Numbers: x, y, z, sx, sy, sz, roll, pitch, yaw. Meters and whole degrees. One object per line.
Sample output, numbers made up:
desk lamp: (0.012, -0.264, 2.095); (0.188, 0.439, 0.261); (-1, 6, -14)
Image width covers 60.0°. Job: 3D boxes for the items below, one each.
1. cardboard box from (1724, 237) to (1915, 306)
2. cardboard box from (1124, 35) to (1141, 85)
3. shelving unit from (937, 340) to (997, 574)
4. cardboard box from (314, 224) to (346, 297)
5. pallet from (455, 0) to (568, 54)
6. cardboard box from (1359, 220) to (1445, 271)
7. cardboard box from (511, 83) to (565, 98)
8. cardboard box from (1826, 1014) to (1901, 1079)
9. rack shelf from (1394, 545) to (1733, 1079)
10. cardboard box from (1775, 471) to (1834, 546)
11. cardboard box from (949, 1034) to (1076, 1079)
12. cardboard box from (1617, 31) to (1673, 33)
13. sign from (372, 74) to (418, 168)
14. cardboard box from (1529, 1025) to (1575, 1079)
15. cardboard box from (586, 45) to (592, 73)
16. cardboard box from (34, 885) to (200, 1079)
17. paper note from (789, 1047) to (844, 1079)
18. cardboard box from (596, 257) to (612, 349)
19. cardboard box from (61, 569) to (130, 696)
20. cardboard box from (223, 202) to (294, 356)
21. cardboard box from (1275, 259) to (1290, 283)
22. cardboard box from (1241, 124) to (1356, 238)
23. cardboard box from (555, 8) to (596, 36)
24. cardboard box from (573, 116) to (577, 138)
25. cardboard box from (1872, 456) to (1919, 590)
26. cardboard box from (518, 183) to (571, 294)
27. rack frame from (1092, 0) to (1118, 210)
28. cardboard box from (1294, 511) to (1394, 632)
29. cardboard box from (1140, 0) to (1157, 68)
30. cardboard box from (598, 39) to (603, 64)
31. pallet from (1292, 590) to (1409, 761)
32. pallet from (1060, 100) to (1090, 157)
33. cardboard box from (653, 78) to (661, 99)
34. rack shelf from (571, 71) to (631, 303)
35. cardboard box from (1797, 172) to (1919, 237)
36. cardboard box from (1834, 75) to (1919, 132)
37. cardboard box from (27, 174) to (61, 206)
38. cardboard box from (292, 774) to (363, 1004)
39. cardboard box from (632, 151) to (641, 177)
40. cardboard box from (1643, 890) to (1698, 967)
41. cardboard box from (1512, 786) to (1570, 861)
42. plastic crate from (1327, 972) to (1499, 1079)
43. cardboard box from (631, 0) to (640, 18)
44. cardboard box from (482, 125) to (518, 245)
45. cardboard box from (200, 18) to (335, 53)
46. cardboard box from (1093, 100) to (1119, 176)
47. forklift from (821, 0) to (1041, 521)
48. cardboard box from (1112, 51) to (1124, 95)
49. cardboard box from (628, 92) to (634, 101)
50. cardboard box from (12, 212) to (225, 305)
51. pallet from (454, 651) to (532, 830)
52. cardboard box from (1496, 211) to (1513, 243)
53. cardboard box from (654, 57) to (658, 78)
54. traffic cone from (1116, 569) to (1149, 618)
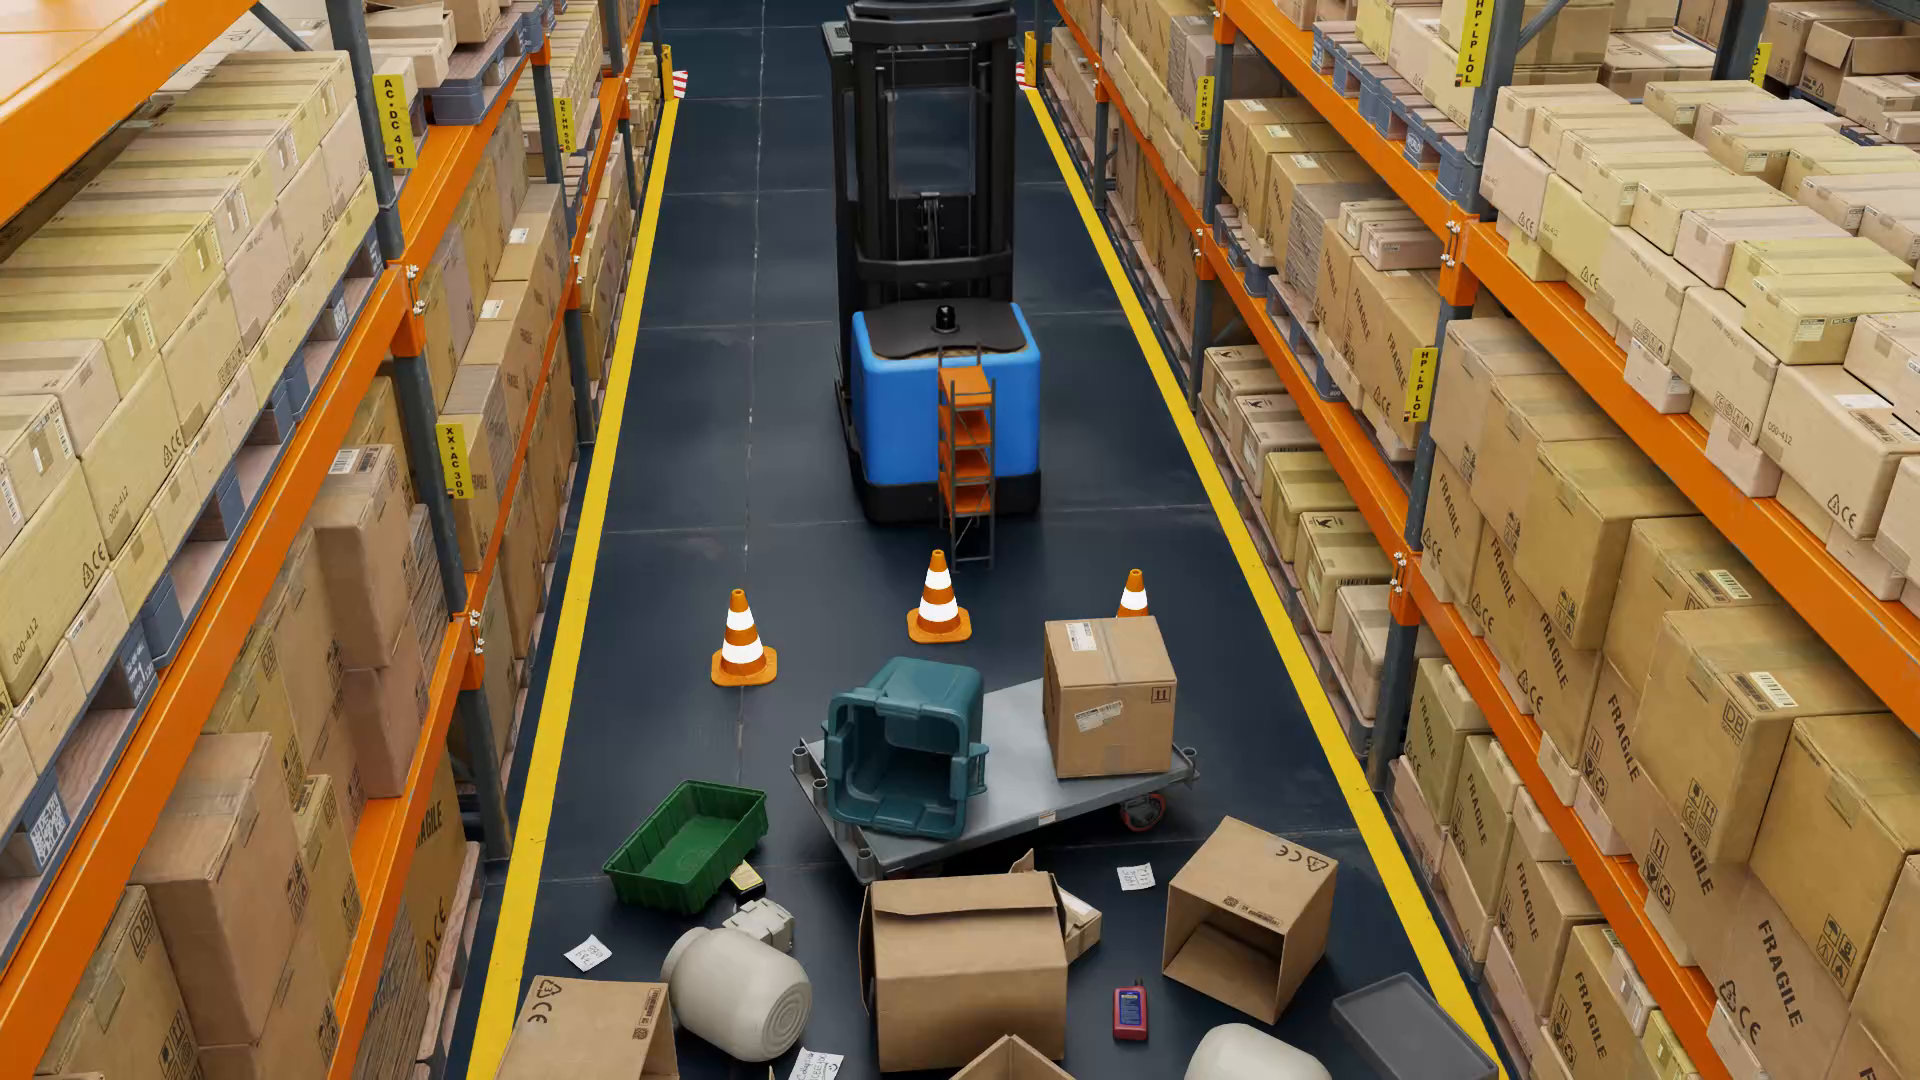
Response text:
cardboard box: (2.352, -0.715, 4.563); (0.380, 0.149, 0.250); (-2, 31, -4)
cardboard box: (1.530, -3.631, 12.563); (0.500, 0.250, 0.500); (-2, 31, -4)
shelving unit: (0.034, -0.461, 9.352); (0.258, 1.200, 0.503); (-4, 31, -7)
cardboard box: (-2.097, -0.842, 5.047); (0.380, 0.149, 0.250); (-2, 31, -4)
pallet: (-2.760, -2.792, 8.759); (1.213, 0.211, 1.003); (-1, 31, -2)
cardboard box: (2.075, -1.364, 7.679); (0.380, 0.149, 0.250); (-4, 31, -6)
cardboard box: (-2.793, -2.883, 10.907); (0.380, 0.149, 0.250); (-4, 31, -7)
cardboard box: (2.469, 1.449, 4.011); (0.500, 0.500, 0.500); (-3, 31, -5)
rack shelf: (2.607, 1.171, 5.565); (1.077, 0.370, 4.000); (-3, 31, -5)
cardboard box: (2.390, -0.120, 4.346); (0.380, 0.149, 0.250); (-4, 31, -6)
cardboard box: (0.109, 2.180, 5.610); (0.637, 0.503, 0.797); (27, 40, 37)
cardboard box: (2.716, -2.139, 7.217); (0.500, 0.250, 0.500); (-3, 31, -5)
sign: (-1.946, -1.441, 5.731); (0.100, 0.325, 0.005); (-3, 31, -5)
cardboard box: (2.355, 1.952, 5.828); (0.500, 0.250, 0.500); (-4, 31, -6)
cardboard box: (-2.936, -3.560, 12.330); (0.380, 0.149, 0.250); (-4, 31, -6)
cardboard box: (-2.264, 1.177, 3.655); (0.875, 0.550, 0.550); (-3, 31, -5)
paper note: (-0.550, 2.014, 6.356); (0.172, 0.023, 0.155); (8, 32, 13)
cardboard box: (-2.735, -1.649, 11.614); (0.500, 0.500, 0.500); (-2, 31, -4)
cardboard box: (-1.910, 0.192, 3.317); (0.380, 0.149, 0.250); (-3, 31, -4)
cardboard box: (-2.106, -0.691, 4.407); (0.500, 0.250, 0.500); (-3, 31, -5)
cardboard box: (1.970, -1.550, 9.255); (0.380, 0.149, 0.250); (-1, 31, -2)
cardboard box: (1.914, -2.045, 9.452); (0.500, 0.500, 0.500); (-1, 31, -2)
cardboard box: (-2.989, -3.949, 12.692); (0.380, 0.149, 0.250); (-4, 31, -6)
cardboard box: (-2.818, -2.771, 11.299); (0.380, 0.149, 0.250); (-2, 31, -3)
cardboard box: (2.445, 0.027, 3.711); (0.500, 0.250, 0.500); (-3, 31, -5)
cardboard box: (-2.563, -1.738, 9.637); (0.500, 0.500, 0.500); (-3, 31, -5)
rack frame: (1.673, -4.243, 13.928); (1.000, 3.000, 0.127); (-3, 31, -5)
cardboard box: (2.298, 0.155, 8.719); (0.950, 0.372, 0.625); (-1, 31, -1)
cardboard box: (1.602, -3.698, 11.944); (0.500, 0.500, 0.500); (-3, 31, -5)
cardboard box: (-3.012, -3.833, 13.078); (0.380, 0.149, 0.250); (-3, 31, -6)
pallet: (2.346, 0.641, 8.471); (1.003, 0.211, 1.213); (-3, 31, -5)
pallet: (1.562, -4.062, 16.345); (1.003, 0.211, 1.213); (-3, 31, -5)
cardboard box: (-3.238, -4.568, 16.842); (0.380, 0.149, 0.250); (-2, 31, -3)
rack shelf: (-3.059, -2.624, 11.920); (1.077, 0.370, 4.000); (-3, 31, -5)
cardboard box: (2.780, -0.998, 5.038); (0.380, 0.149, 0.250); (-3, 31, -6)
cardboard box: (6.567, -3.079, 11.717); (0.500, 0.250, 0.500); (-4, 31, -7)
cardboard box: (-2.731, -1.024, 4.575); (0.380, 0.149, 0.250); (-3, 31, -5)
cardboard box: (-2.296, 1.080, 4.870); (0.875, 0.550, 0.500); (-3, 31, -5)
cardboard box: (-2.962, -3.239, 14.328); (0.380, 0.149, 0.250); (-1, 31, -2)
cardboard box: (2.357, 1.161, 5.126); (0.380, 0.149, 0.250); (-3, 31, -5)
cardboard box: (2.236, 1.022, 6.022); (0.380, 0.149, 0.250); (-1, 31, -2)
plastic crate: (1.750, 1.936, 6.431); (0.402, 0.080, 0.583); (-14, 33, -22)
cardboard box: (-3.106, -4.901, 14.642); (0.500, 0.500, 0.500); (-3, 31, -6)
cardboard box: (-2.792, -1.896, 8.927); (0.700, 0.500, 0.500); (-3, 31, -5)
cardboard box: (-2.833, -1.936, 6.781); (0.500, 0.250, 0.500); (-3, 31, -5)
cardboard box: (1.721, -3.649, 15.023); (0.875, 0.438, 0.875); (-3, 31, -5)
forklift: (-0.249, -2.105, 10.417); (1.130, 2.935, 3.031); (-4, 31, -7)
cardboard box: (1.501, -3.677, 13.127); (0.500, 0.250, 0.500); (-3, 31, -6)
cardboard box: (-3.209, -4.023, 15.351); (0.380, 0.149, 0.250); (-4, 31, -7)
cardboard box: (-2.005, -0.668, 3.979); (0.380, 0.149, 0.250); (-2, 31, -4)
pallet: (-2.646, 0.937, 7.975); (1.003, 0.211, 1.213); (-3, 31, -5)
cardboard box: (2.203, -1.166, 6.096); (0.380, 0.149, 0.250); (-3, 31, -5)
cardboard box: (-3.287, -4.825, 16.983); (0.380, 0.149, 0.250); (-4, 31, -6)
traffic cone: (0.910, 0.365, 8.688); (0.336, 0.463, 0.334); (-3, 31, -5)
